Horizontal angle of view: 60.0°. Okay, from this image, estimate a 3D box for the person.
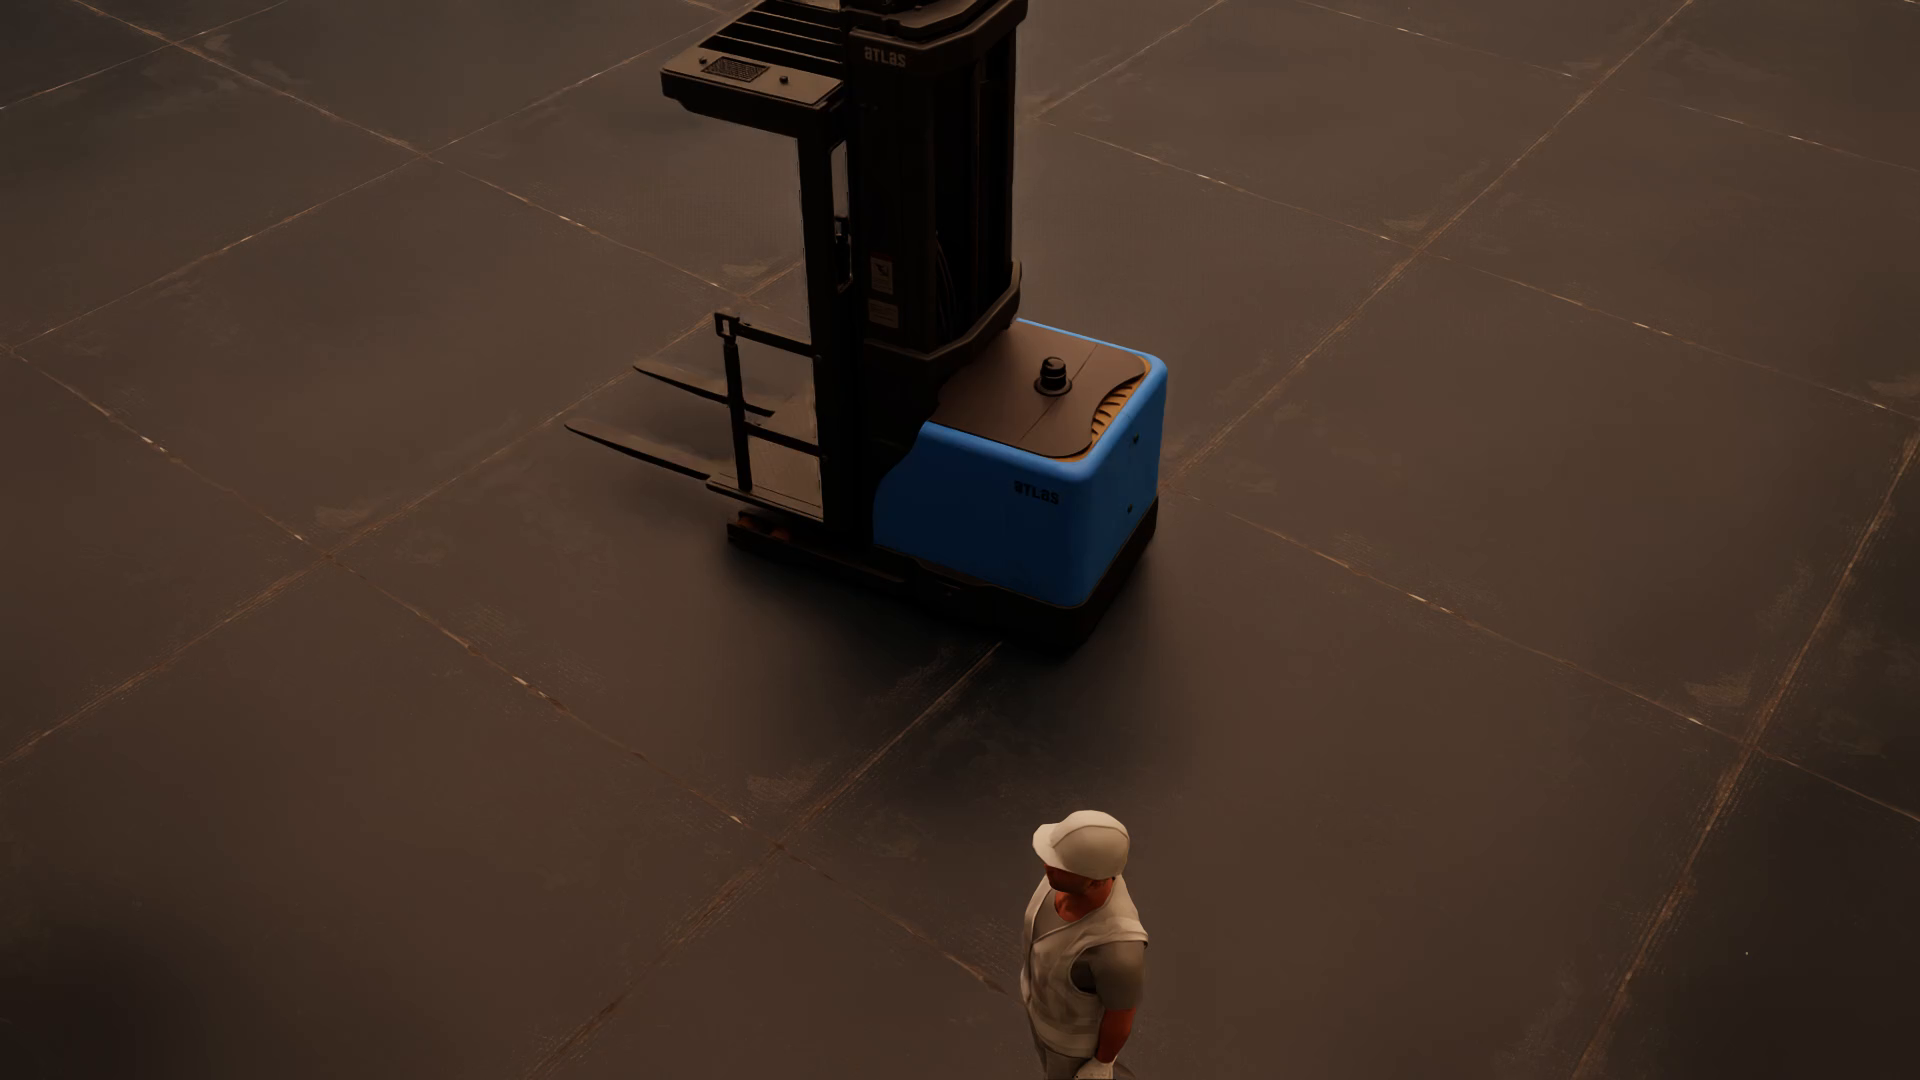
[{"bbox_3d":[0.338,1.472,5.227,0.352,1.795,0.550,-10,42,-12],"label":"person"}]

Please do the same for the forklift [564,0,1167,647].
[{"bbox_3d":[-0.578,-1.296,7.594,3.031,2.935,1.130,18,44,20],"label":"forklift"}]
